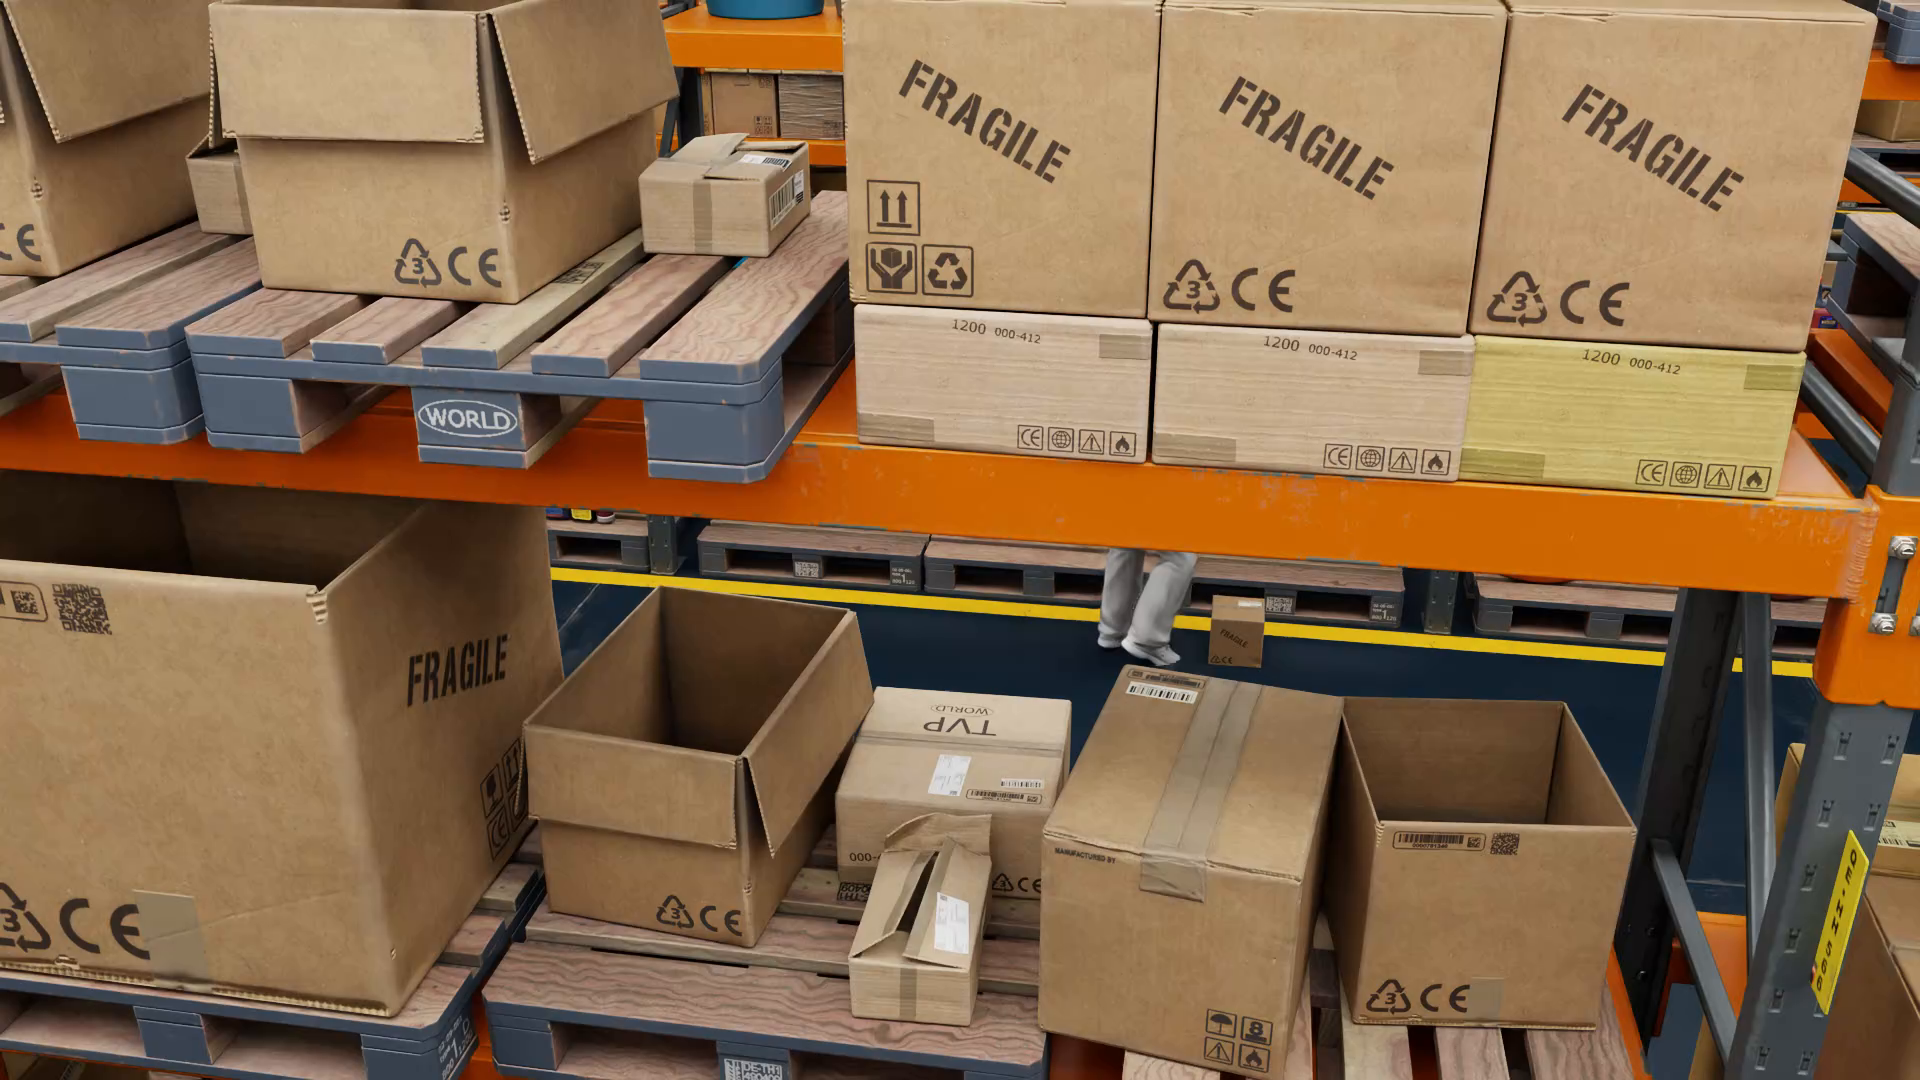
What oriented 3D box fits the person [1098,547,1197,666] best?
[{"bbox_3d":[0.886,-0.264,7.750,0.429,1.842,0.626,-4,25,-9],"label":"person"}]
